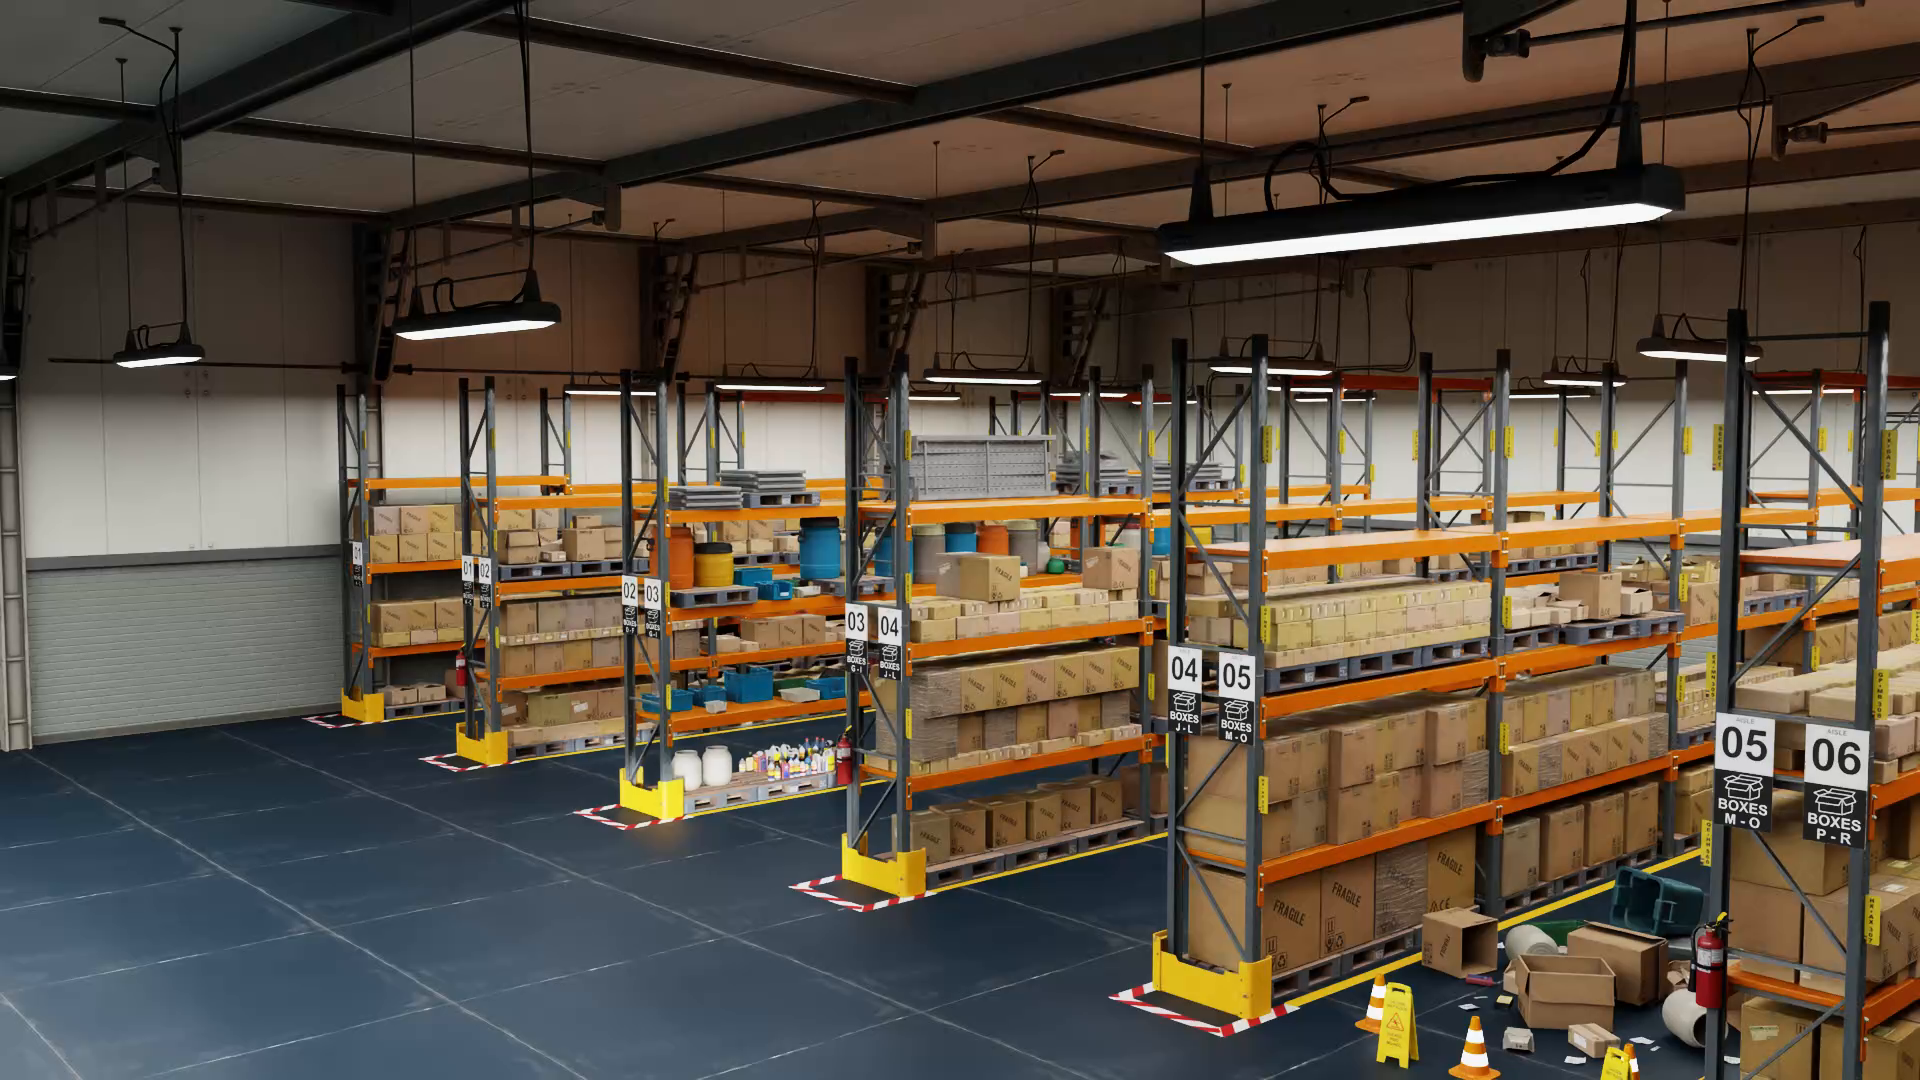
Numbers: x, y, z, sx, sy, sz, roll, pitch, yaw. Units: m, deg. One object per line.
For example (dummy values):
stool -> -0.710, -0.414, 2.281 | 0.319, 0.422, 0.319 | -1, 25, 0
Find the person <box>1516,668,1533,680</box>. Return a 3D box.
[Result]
person -> 8.452, 2.636, 25.062 | 0.533, 1.771, 0.480 | -2, 4, -34

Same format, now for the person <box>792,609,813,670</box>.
person -> -3.127, 2.119, 33.321 | 0.579, 1.799, 0.415 | -2, 4, -27
